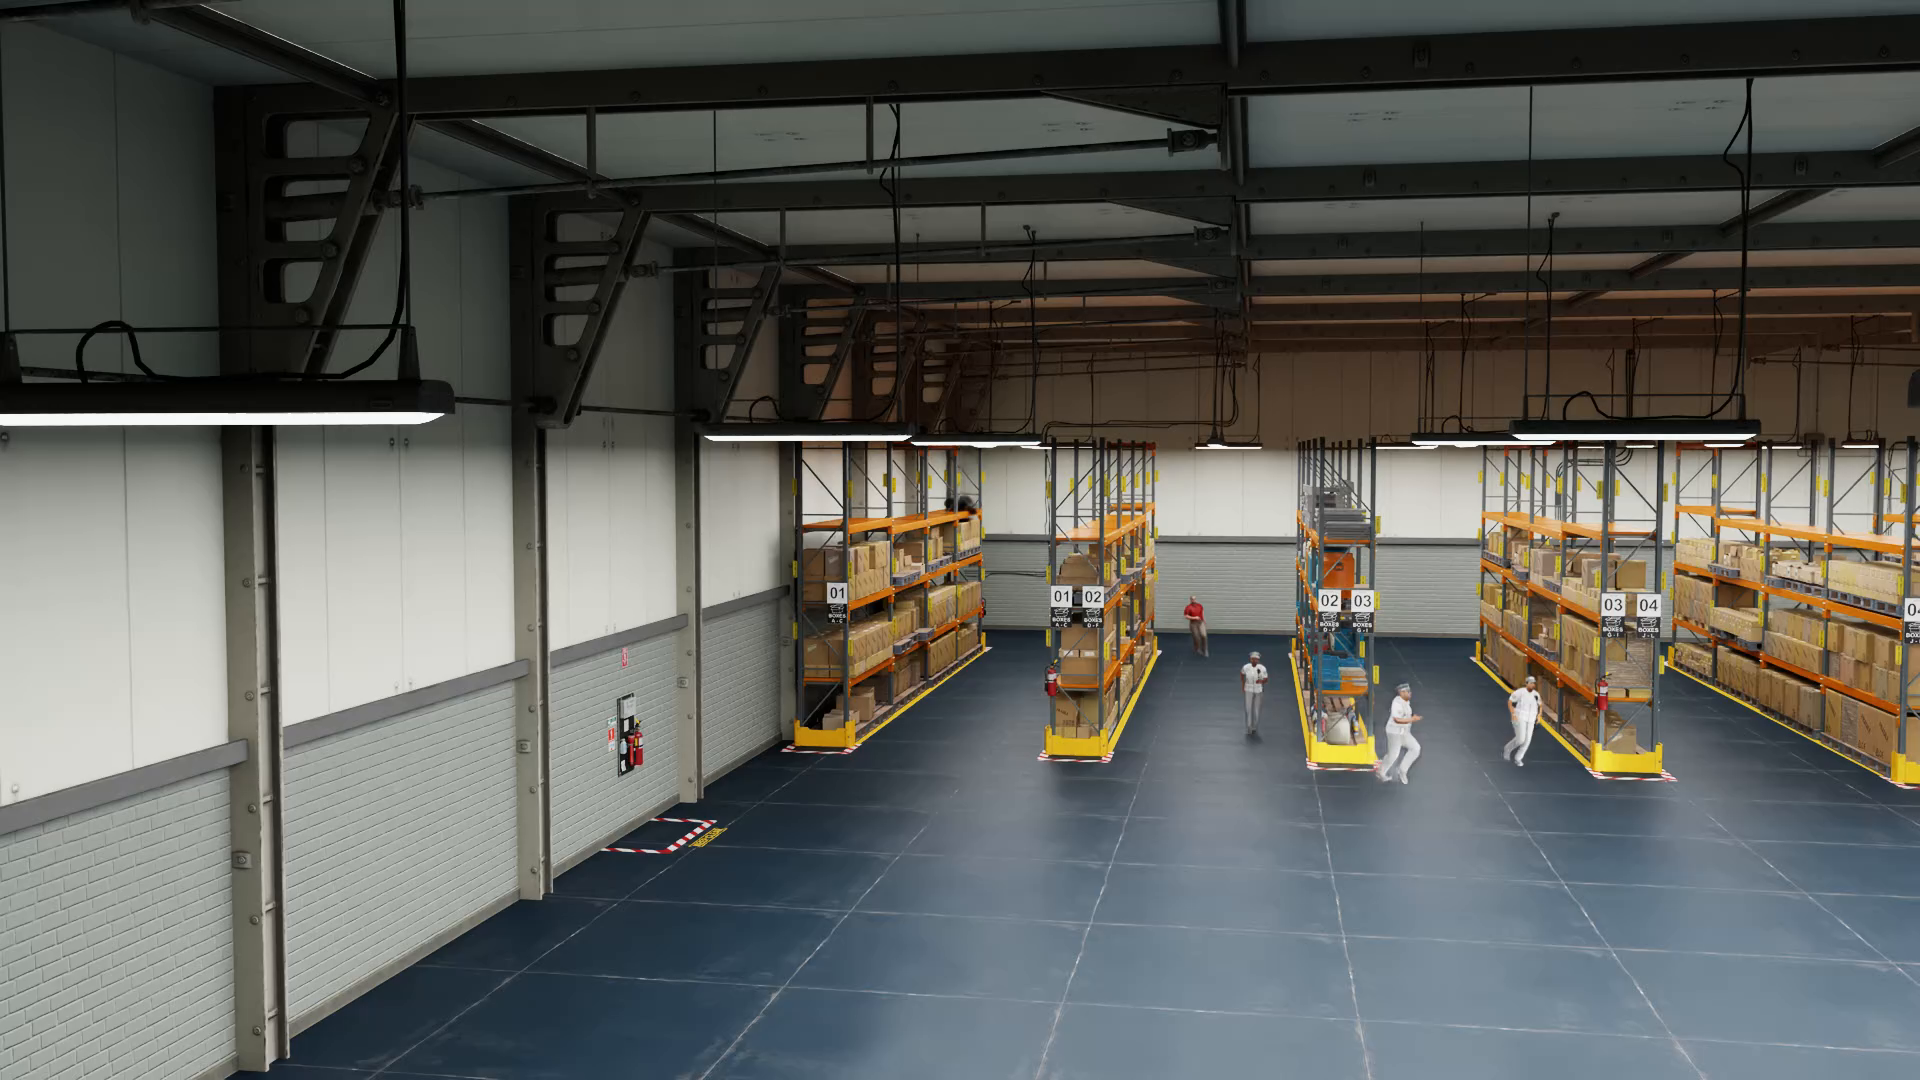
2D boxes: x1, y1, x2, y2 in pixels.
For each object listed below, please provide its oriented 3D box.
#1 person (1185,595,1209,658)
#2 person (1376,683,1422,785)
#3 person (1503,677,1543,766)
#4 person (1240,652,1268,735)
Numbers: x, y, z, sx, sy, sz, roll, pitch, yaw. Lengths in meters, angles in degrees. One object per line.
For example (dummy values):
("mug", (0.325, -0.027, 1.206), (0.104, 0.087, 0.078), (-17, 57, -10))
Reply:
("person", (6.597, 2.413, 46.509), (0.662, 1.724, 0.756), (-1, 3, -10))
("person", (7.567, 3.328, 28.624), (0.834, 1.780, 0.693), (2, 4, 35))
("person", (10.369, 3.310, 30.502), (0.666, 1.624, 0.521), (0, 3, -9))
("person", (5.972, 3.104, 33.753), (0.559, 1.714, 0.742), (1, 3, 10))
